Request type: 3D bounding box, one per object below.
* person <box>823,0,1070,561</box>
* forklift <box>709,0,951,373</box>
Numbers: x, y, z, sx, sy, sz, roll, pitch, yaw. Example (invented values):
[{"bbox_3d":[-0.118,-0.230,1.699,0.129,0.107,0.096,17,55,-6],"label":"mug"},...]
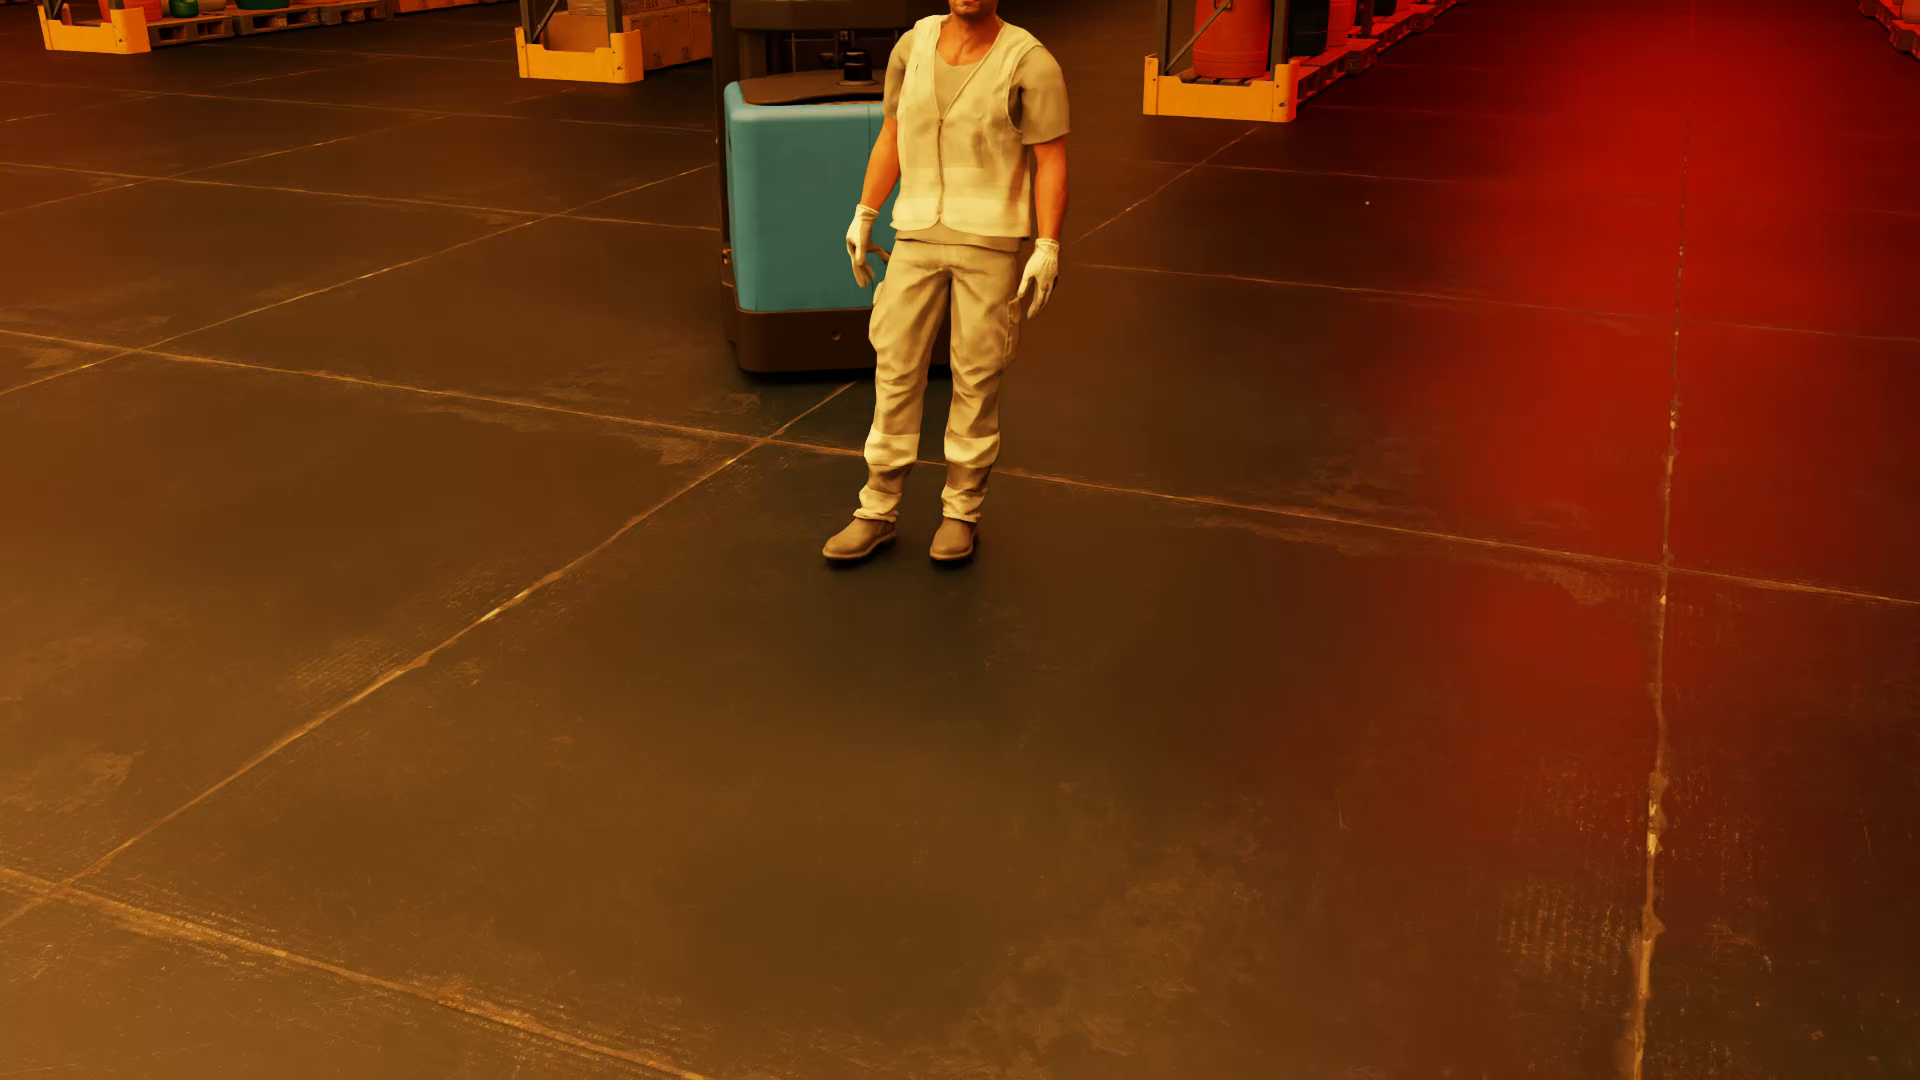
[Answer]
[{"bbox_3d":[-0.042,-0.805,4.680,0.637,1.790,0.562,9,24,21],"label":"person"},{"bbox_3d":[-0.576,-2.538,7.365,1.130,2.935,3.031,-4,23,-8],"label":"forklift"}]
